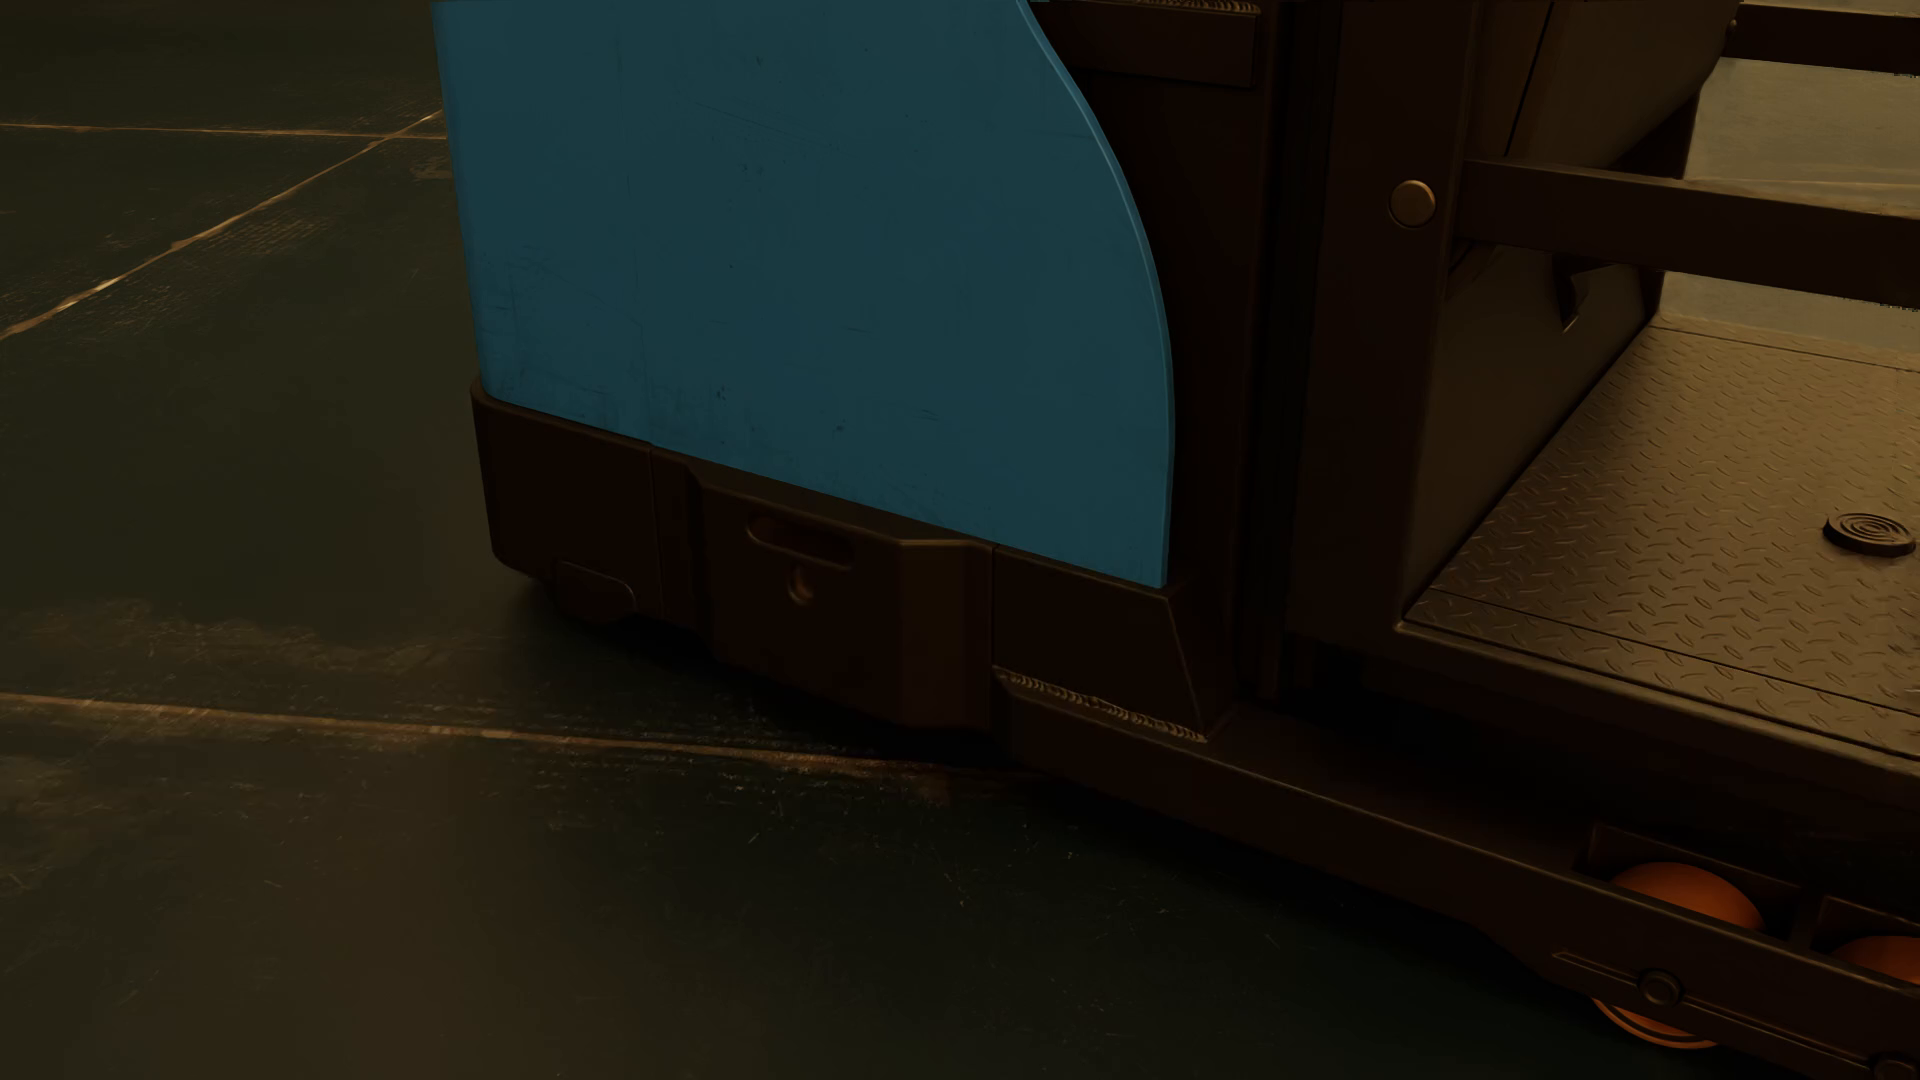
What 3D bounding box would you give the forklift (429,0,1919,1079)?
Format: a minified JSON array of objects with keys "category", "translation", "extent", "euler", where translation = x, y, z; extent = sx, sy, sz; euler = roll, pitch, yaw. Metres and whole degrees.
[{"category":"forklift","translation":[0.403,-1.167,1.628],"extent":[1.939,2.867,1.129],"euler":[16,31,29]}]
